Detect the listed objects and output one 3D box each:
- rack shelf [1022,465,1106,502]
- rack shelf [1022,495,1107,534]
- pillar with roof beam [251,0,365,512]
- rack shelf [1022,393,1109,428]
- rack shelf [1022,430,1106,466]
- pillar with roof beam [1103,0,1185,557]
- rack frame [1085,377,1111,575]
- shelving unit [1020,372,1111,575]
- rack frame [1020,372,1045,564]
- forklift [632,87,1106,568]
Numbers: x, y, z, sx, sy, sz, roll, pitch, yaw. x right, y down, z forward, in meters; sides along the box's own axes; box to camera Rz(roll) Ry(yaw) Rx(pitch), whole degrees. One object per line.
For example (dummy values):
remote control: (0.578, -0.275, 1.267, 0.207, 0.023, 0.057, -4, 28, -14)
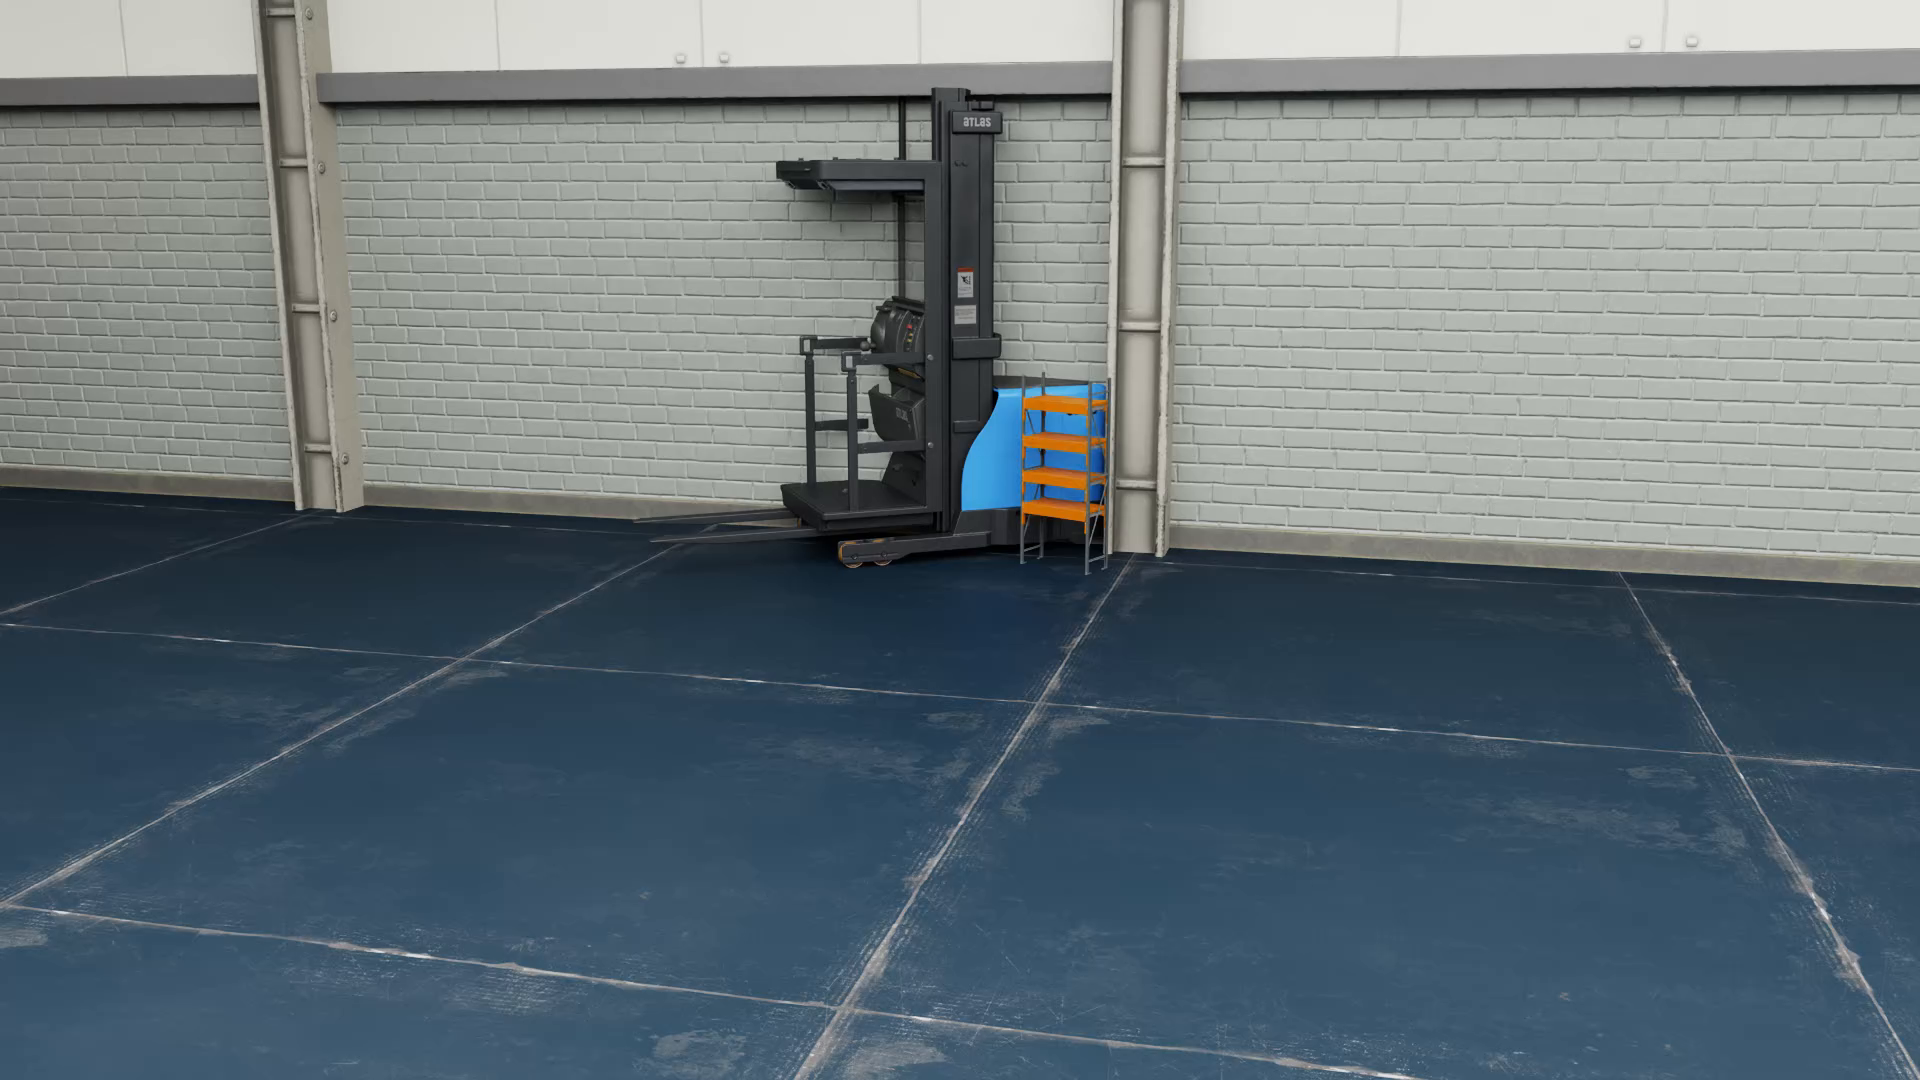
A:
rack shelf: (0.654, -0.355, 10.376, 0.480, 0.148, 0.258, 9, 16, 36)
rack shelf: (0.654, -0.162, 10.419, 0.480, 0.148, 0.258, 9, 16, 36)
pillar with roof beam: (-5.697, -3.733, 7.282, 0.400, 9.000, 9.100, 3, 13, 14)
rack shelf: (0.654, -0.805, 10.276, 0.480, 0.148, 0.258, 9, 16, 36)
rack shelf: (0.654, -0.574, 10.327, 0.480, 0.148, 0.258, 9, 16, 36)
pillar with roof beam: (0.129, -3.421, 5.878, 0.400, 9.000, 9.100, 3, 13, 14)
rack frame: (0.849, -0.389, 10.218, 0.015, 1.200, 0.240, 9, 16, 36)
shelving unit: (0.654, -0.421, 10.361, 0.503, 1.200, 0.258, 9, 16, 36)
rack frame: (0.460, -0.453, 10.505, 0.015, 1.200, 0.240, 9, 16, 36)
forklift: (-0.589, -1.384, 10.704, 3.031, 2.935, 1.130, -5, 13, -20)
